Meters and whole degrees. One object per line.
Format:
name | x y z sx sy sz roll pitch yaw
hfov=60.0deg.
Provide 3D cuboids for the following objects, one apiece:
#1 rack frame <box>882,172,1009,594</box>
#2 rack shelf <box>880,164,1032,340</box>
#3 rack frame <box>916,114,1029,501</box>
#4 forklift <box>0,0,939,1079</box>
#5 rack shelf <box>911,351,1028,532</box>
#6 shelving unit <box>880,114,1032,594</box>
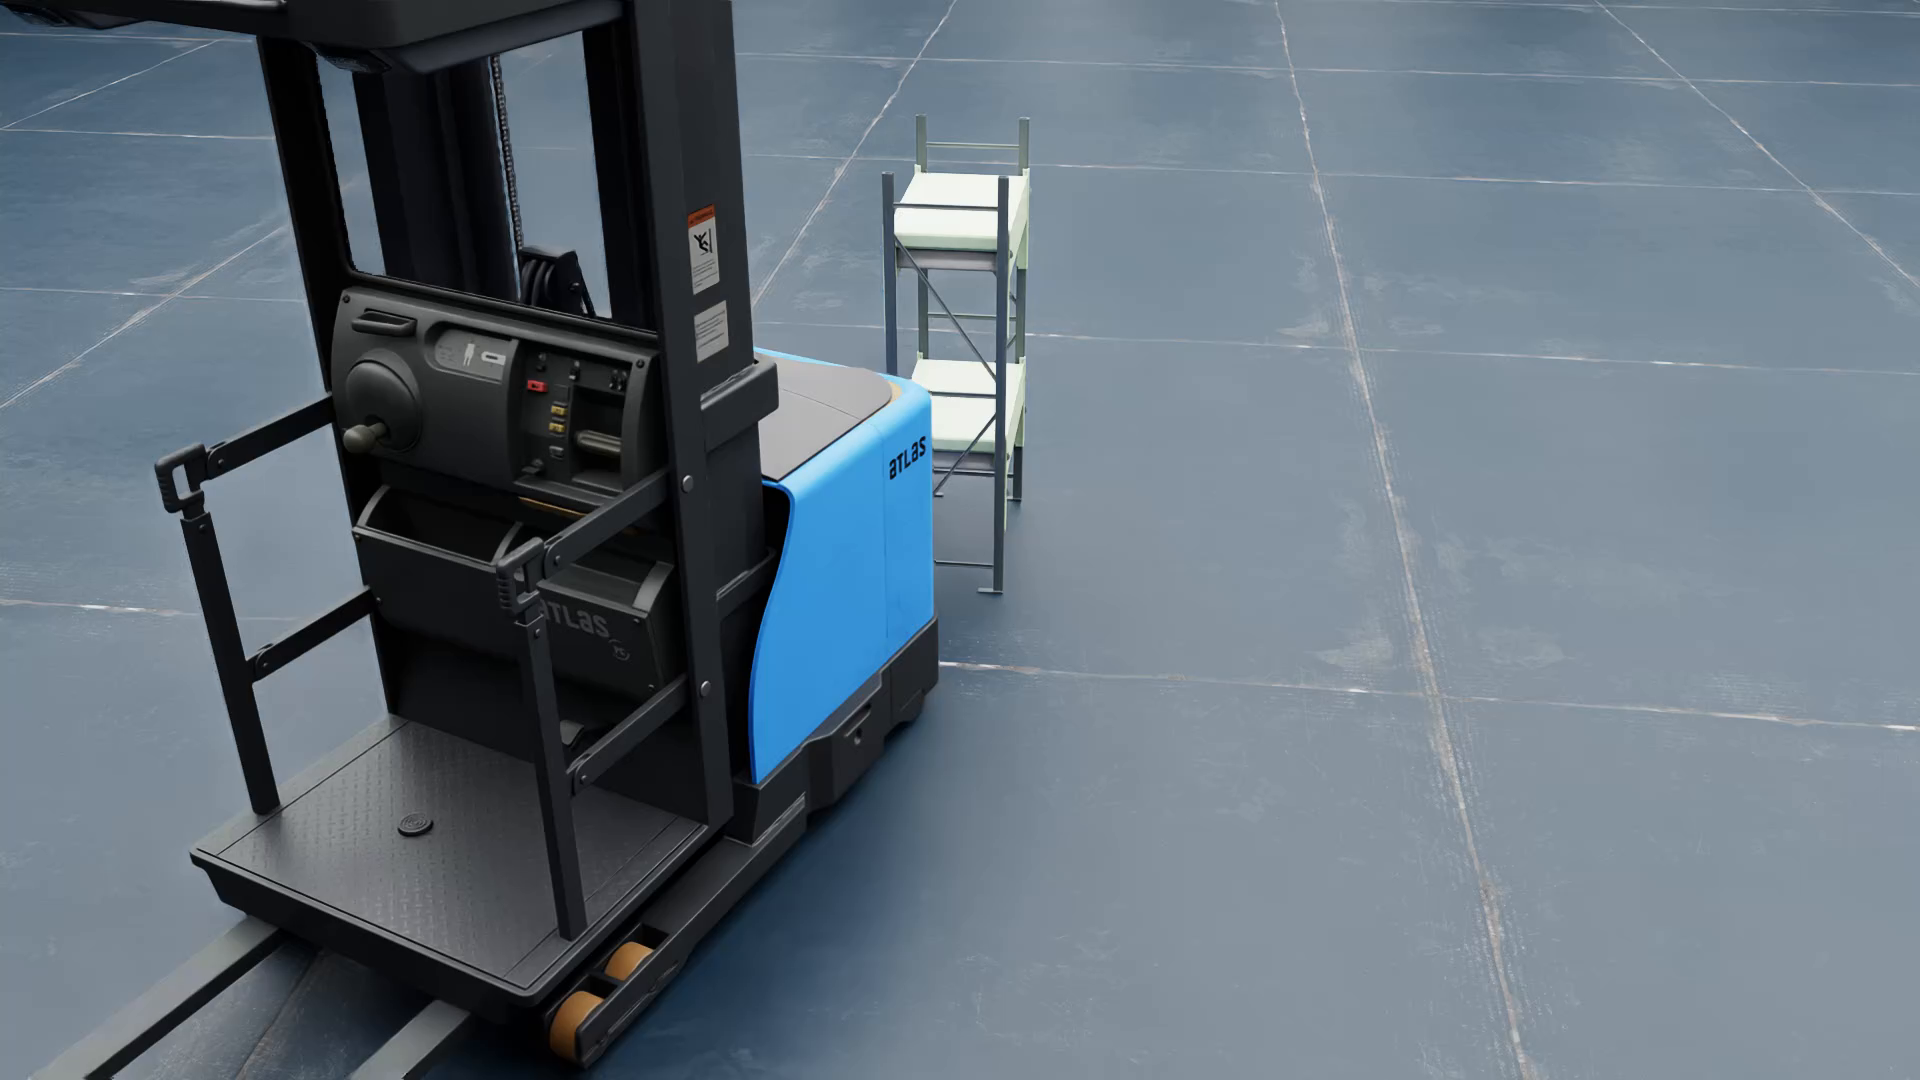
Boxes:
rack frame | -0.046 -0.485 5.569 0.400 1.500 0.023 3 28 6
rack shelf | -0.001 -1.001 5.703 0.431 0.370 0.720 3 28 6
rack frame | 0.044 -0.829 6.208 0.400 1.500 0.023 3 28 6
forklift | -1.201 -0.292 3.703 1.130 2.935 3.031 14 31 24
rack shelf | -0.001 -0.370 6.043 0.431 0.370 0.720 3 28 6
shelving unit | -0.001 -0.657 5.888 0.431 1.500 0.755 3 28 6
